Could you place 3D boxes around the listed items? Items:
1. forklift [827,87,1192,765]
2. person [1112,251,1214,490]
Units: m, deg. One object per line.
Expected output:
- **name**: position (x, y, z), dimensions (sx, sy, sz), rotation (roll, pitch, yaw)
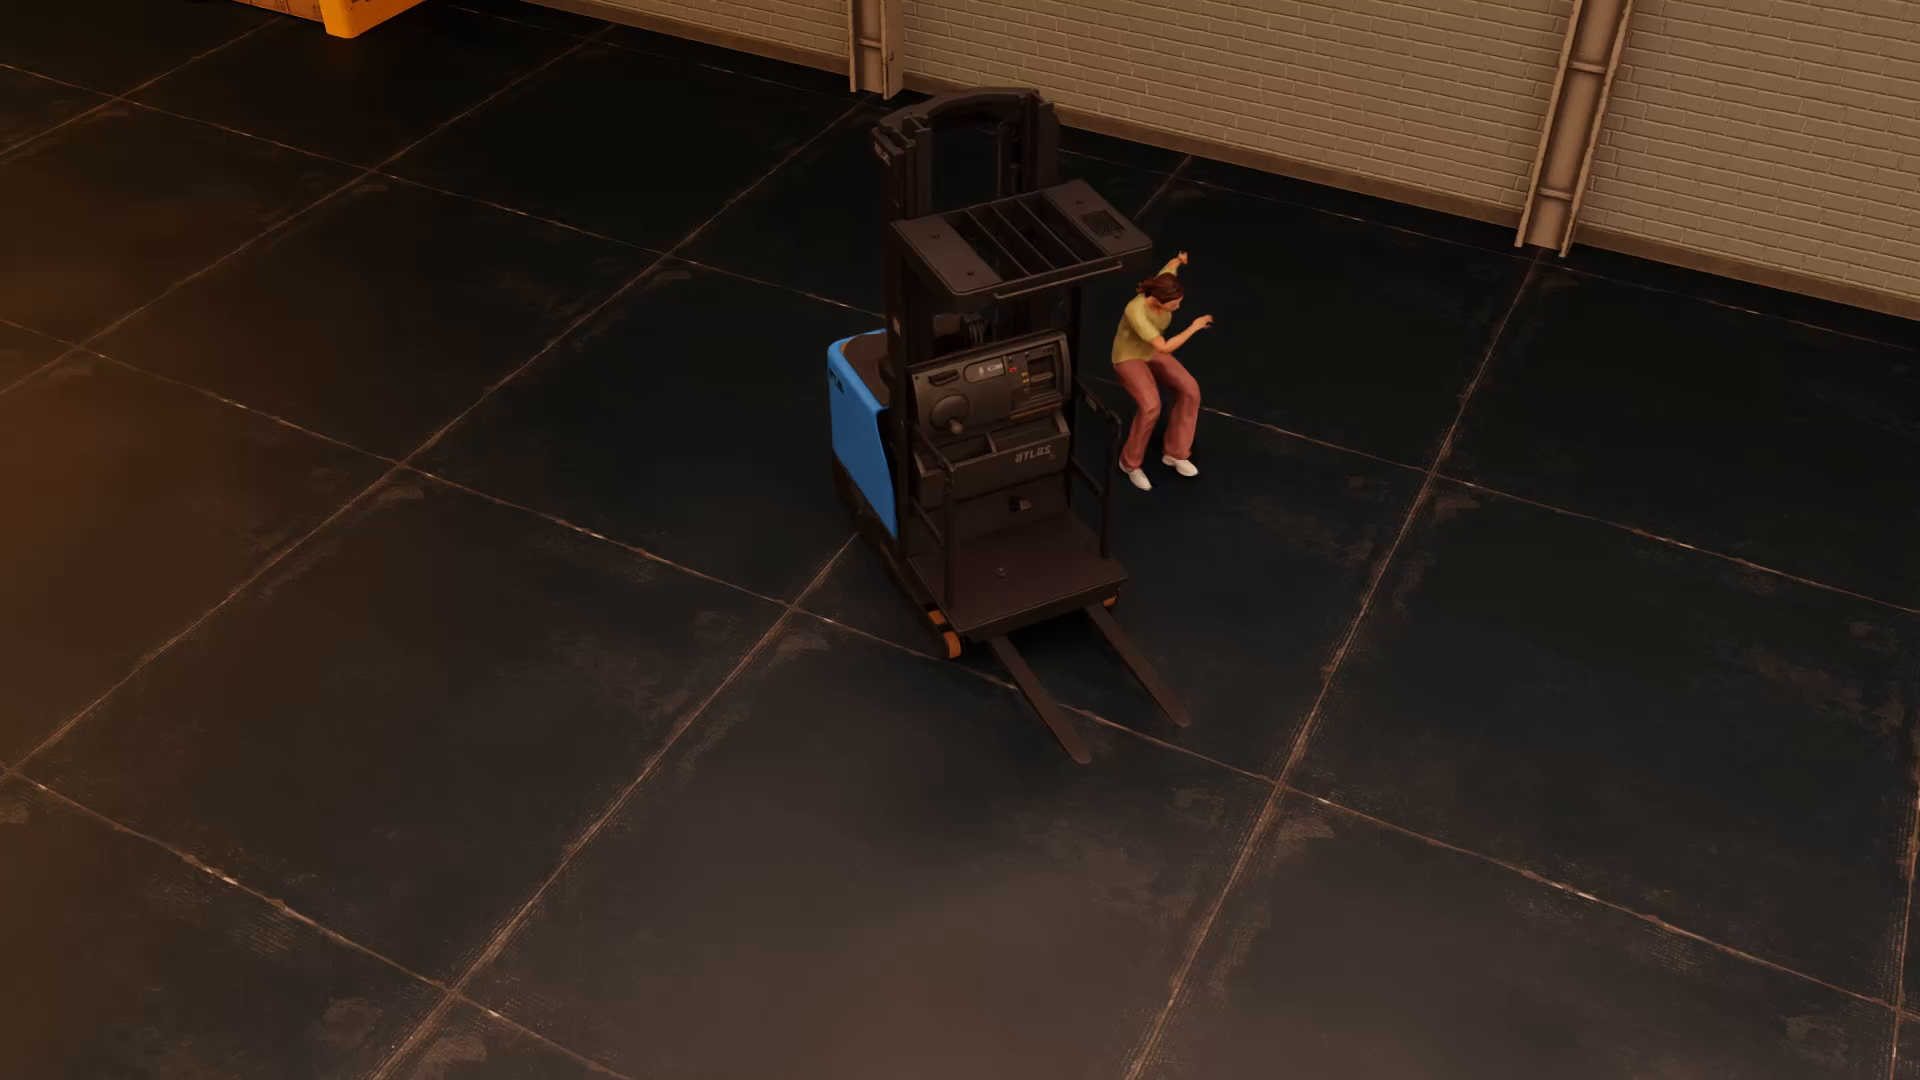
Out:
- **forklift**: position (0.272, -0.767, 8.898), dimensions (1.130, 2.935, 3.031), rotation (-17, 43, -19)
- **person**: position (1.393, -1.182, 10.648), dimensions (0.877, 1.363, 1.112), rotation (32, 50, 33)
